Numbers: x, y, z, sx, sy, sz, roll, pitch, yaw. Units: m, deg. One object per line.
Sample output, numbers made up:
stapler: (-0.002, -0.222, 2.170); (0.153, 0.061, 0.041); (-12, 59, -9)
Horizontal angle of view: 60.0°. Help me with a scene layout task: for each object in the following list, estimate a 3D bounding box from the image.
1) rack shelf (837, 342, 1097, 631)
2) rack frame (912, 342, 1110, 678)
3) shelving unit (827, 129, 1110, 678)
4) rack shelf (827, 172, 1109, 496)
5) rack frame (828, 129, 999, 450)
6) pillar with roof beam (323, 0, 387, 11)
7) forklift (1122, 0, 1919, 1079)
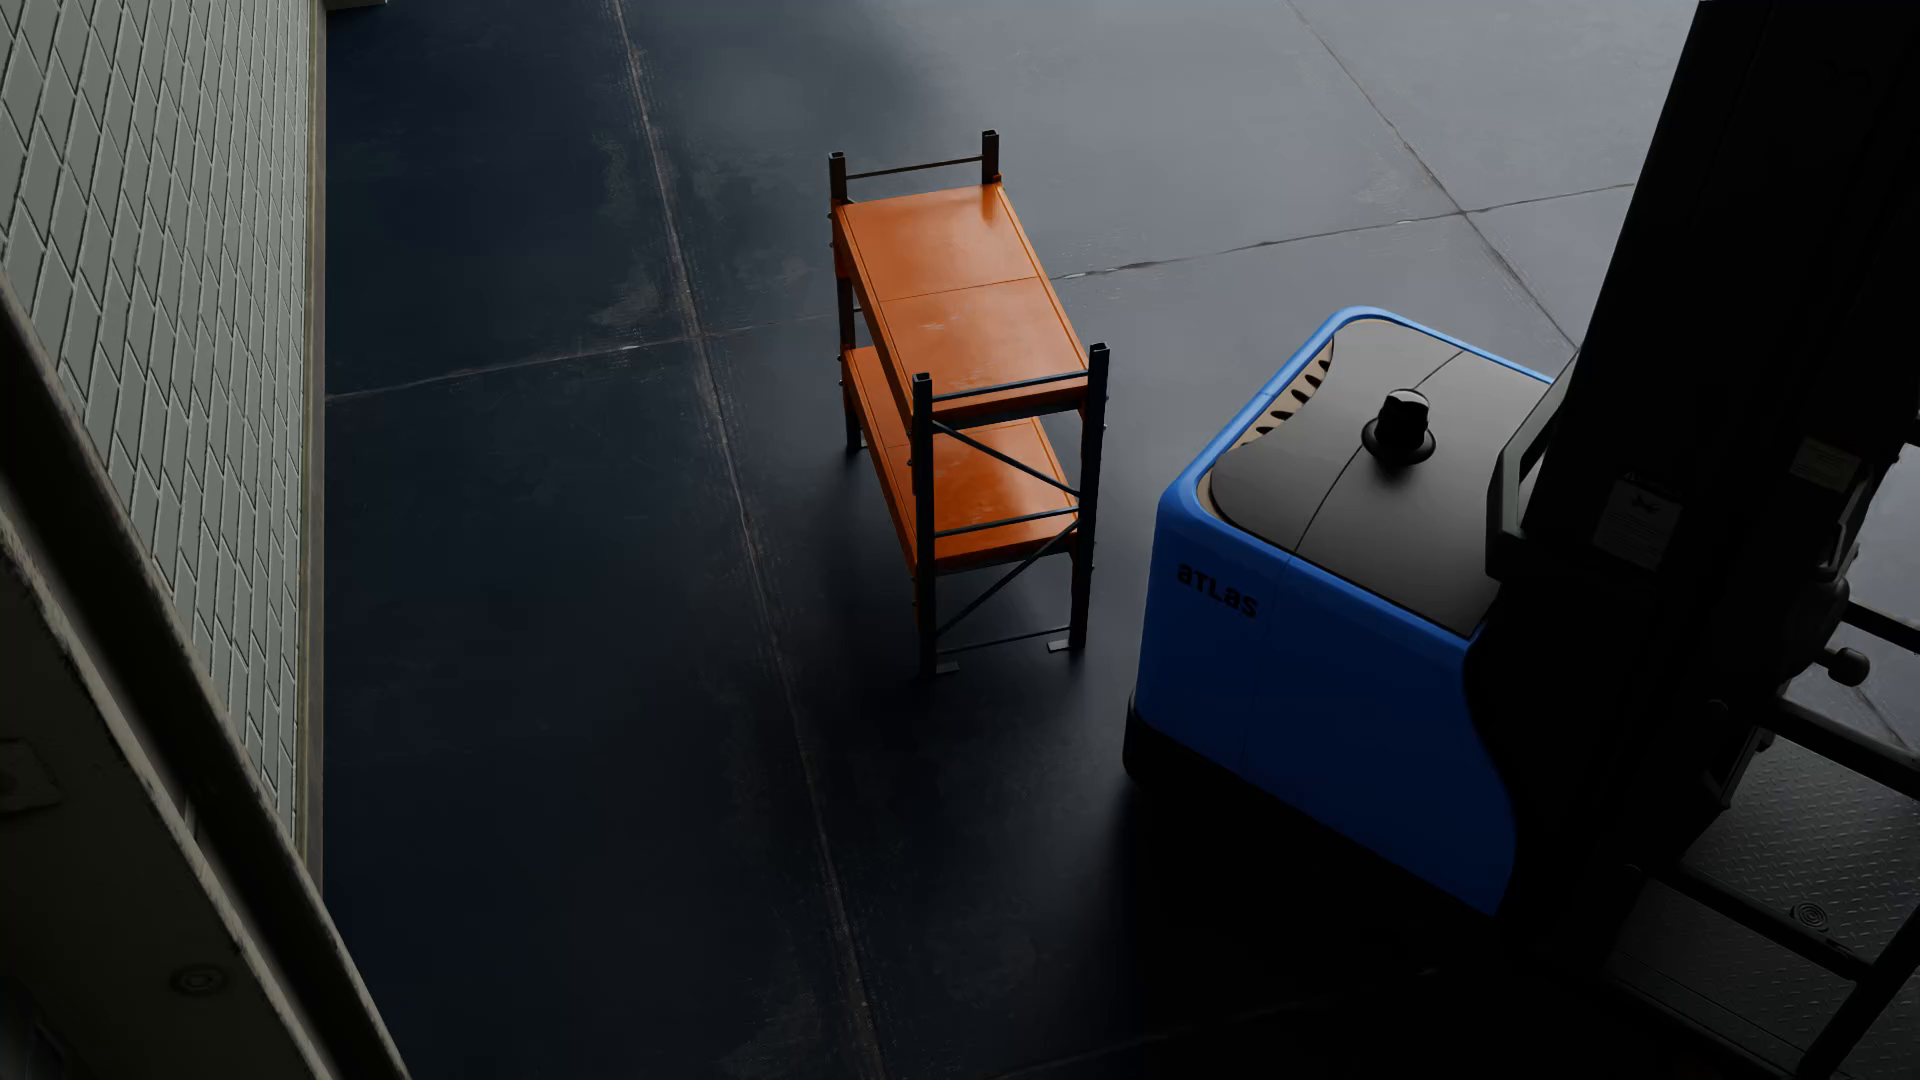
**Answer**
rack shelf: (-0.002, -0.227, 5.027); (0.538, 0.278, 1.000); (-11, 47, -10)
rack frame: (0.128, -0.047, 4.509); (0.500, 1.125, 0.032); (-11, 47, -10)
shelving unit: (-0.002, -0.398, 4.853); (0.538, 1.125, 1.048); (-11, 47, -10)
rack shelf: (-0.002, -0.603, 4.644); (0.538, 0.278, 1.000); (-11, 47, -10)
rack frame: (-0.132, -0.749, 5.197); (0.500, 1.125, 0.032); (-11, 47, -10)
pillar with roof beam: (1.314, -6.524, 5.343); (9.100, 9.000, 0.400); (-11, 47, -10)
forklift: (1.931, -0.011, 3.209); (3.031, 2.935, 1.130); (28, 52, 25)
